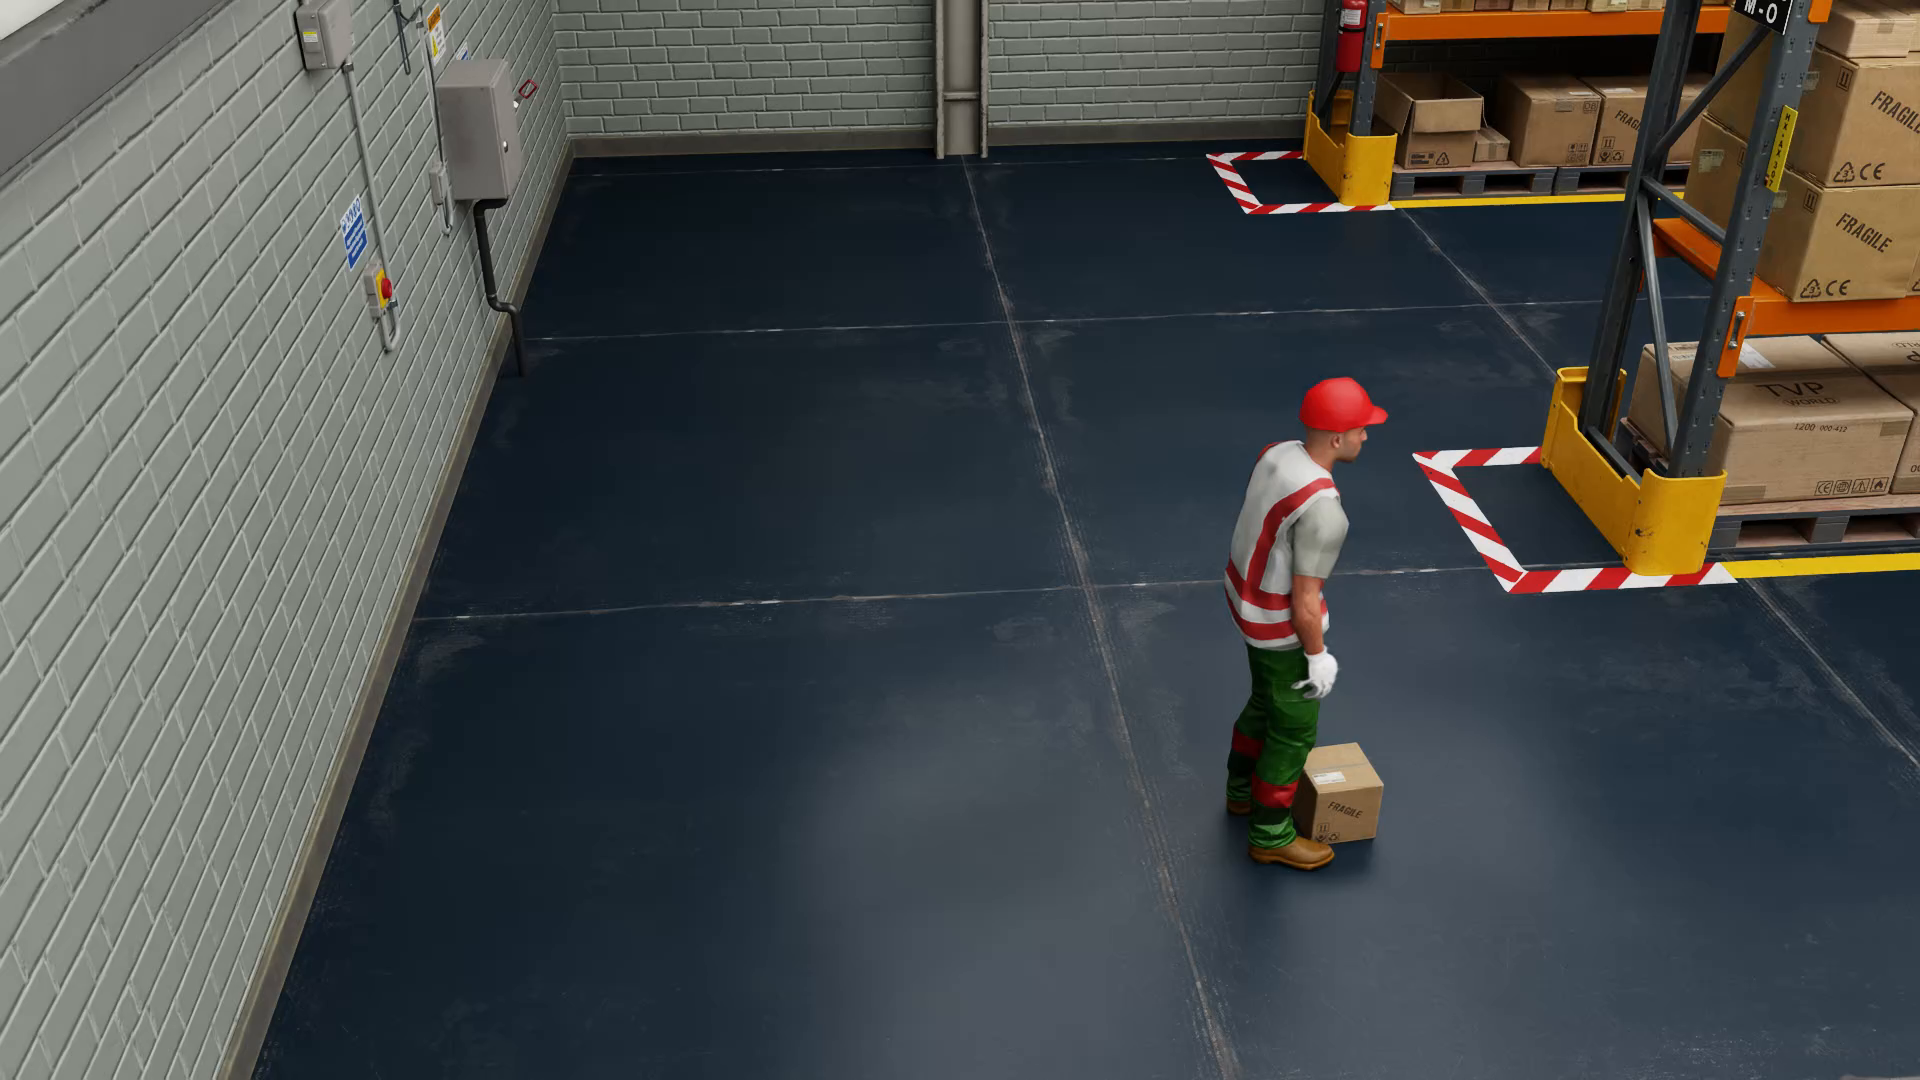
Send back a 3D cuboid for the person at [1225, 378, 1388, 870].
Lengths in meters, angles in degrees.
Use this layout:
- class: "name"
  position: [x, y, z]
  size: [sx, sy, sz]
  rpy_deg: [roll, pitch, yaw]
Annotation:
- class: "person"
  position: [1.137, 0.277, 5.655]
  size: [0.455, 1.779, 0.611]
  rpy_deg: [-3, 31, -5]
